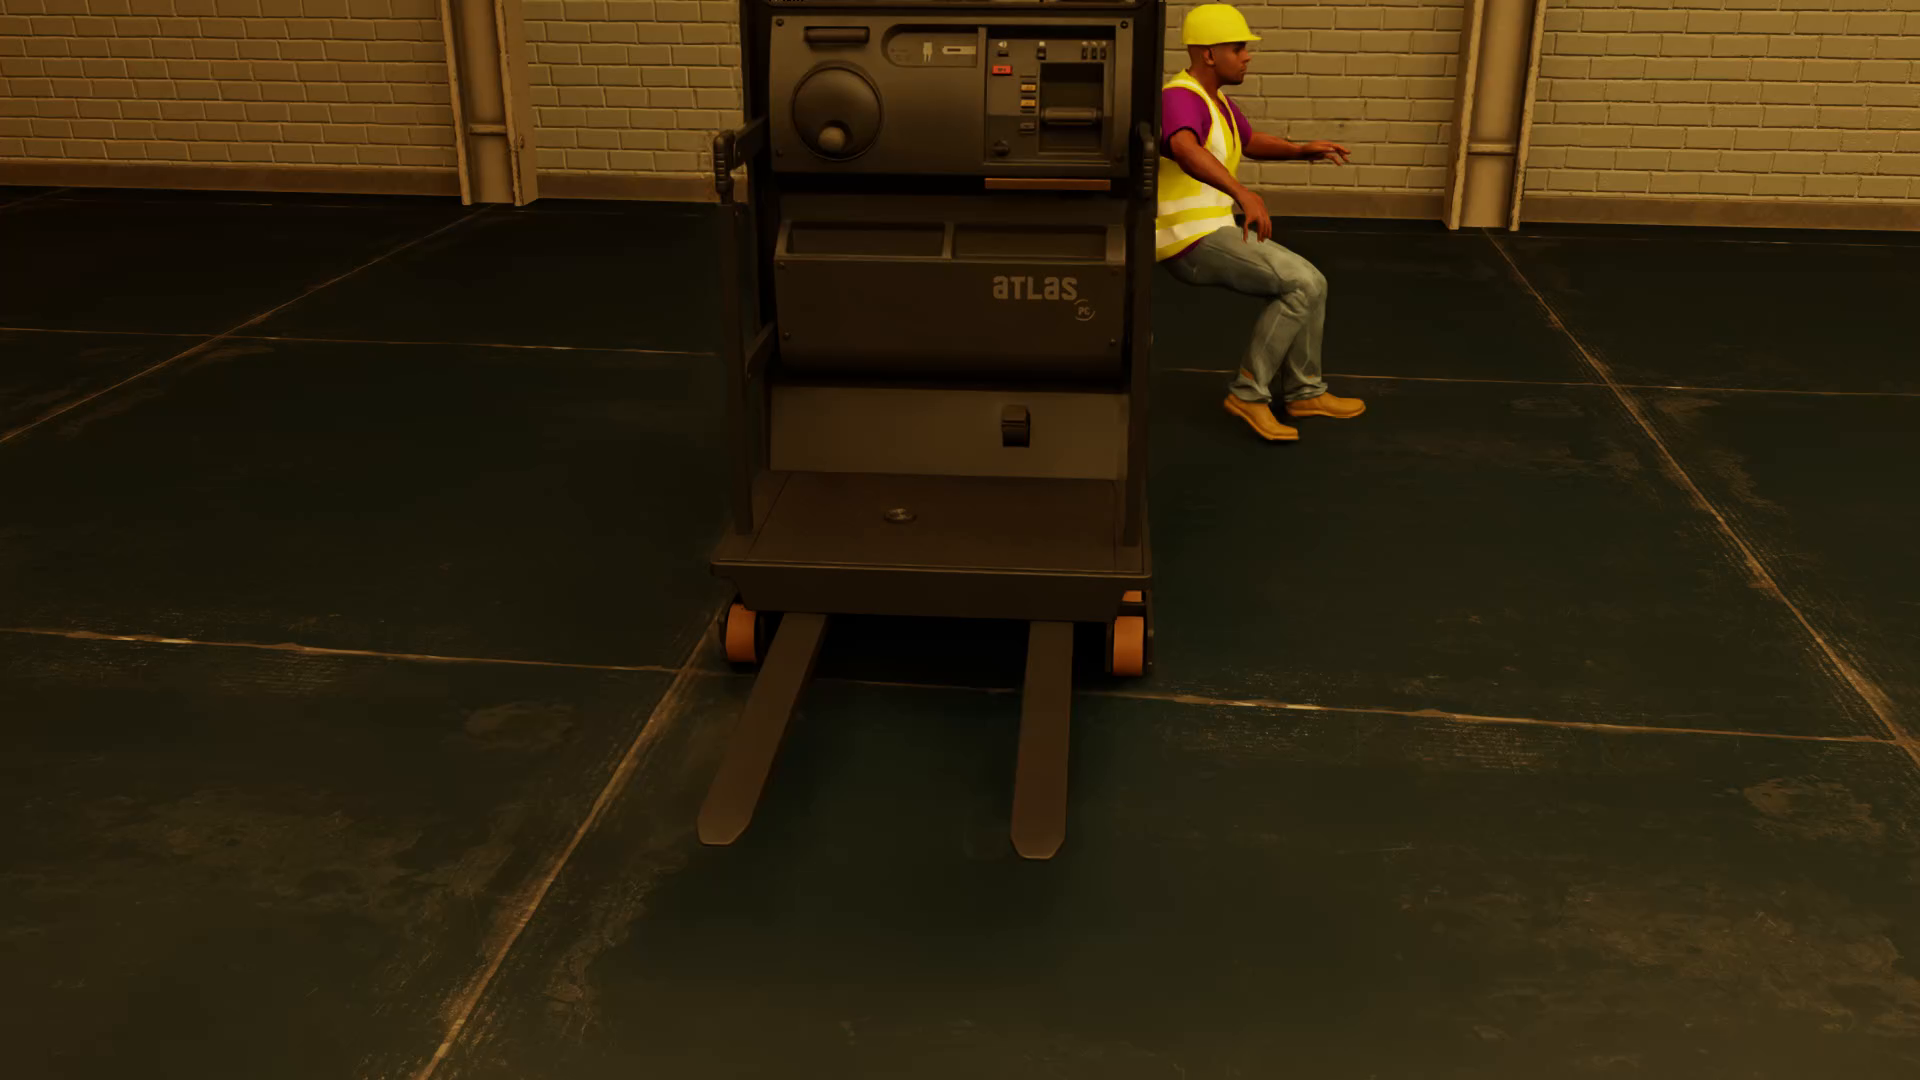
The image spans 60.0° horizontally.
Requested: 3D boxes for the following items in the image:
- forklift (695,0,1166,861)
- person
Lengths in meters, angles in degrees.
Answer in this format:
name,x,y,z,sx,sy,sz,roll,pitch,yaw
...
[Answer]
name,x,y,z,sx,sy,sz,roll,pitch,yaw
forklift,-0.041,-1.131,4.063,1.130,2.935,3.031,2,22,4
person,1.104,-1.167,6.086,0.874,1.508,0.926,5,22,12
